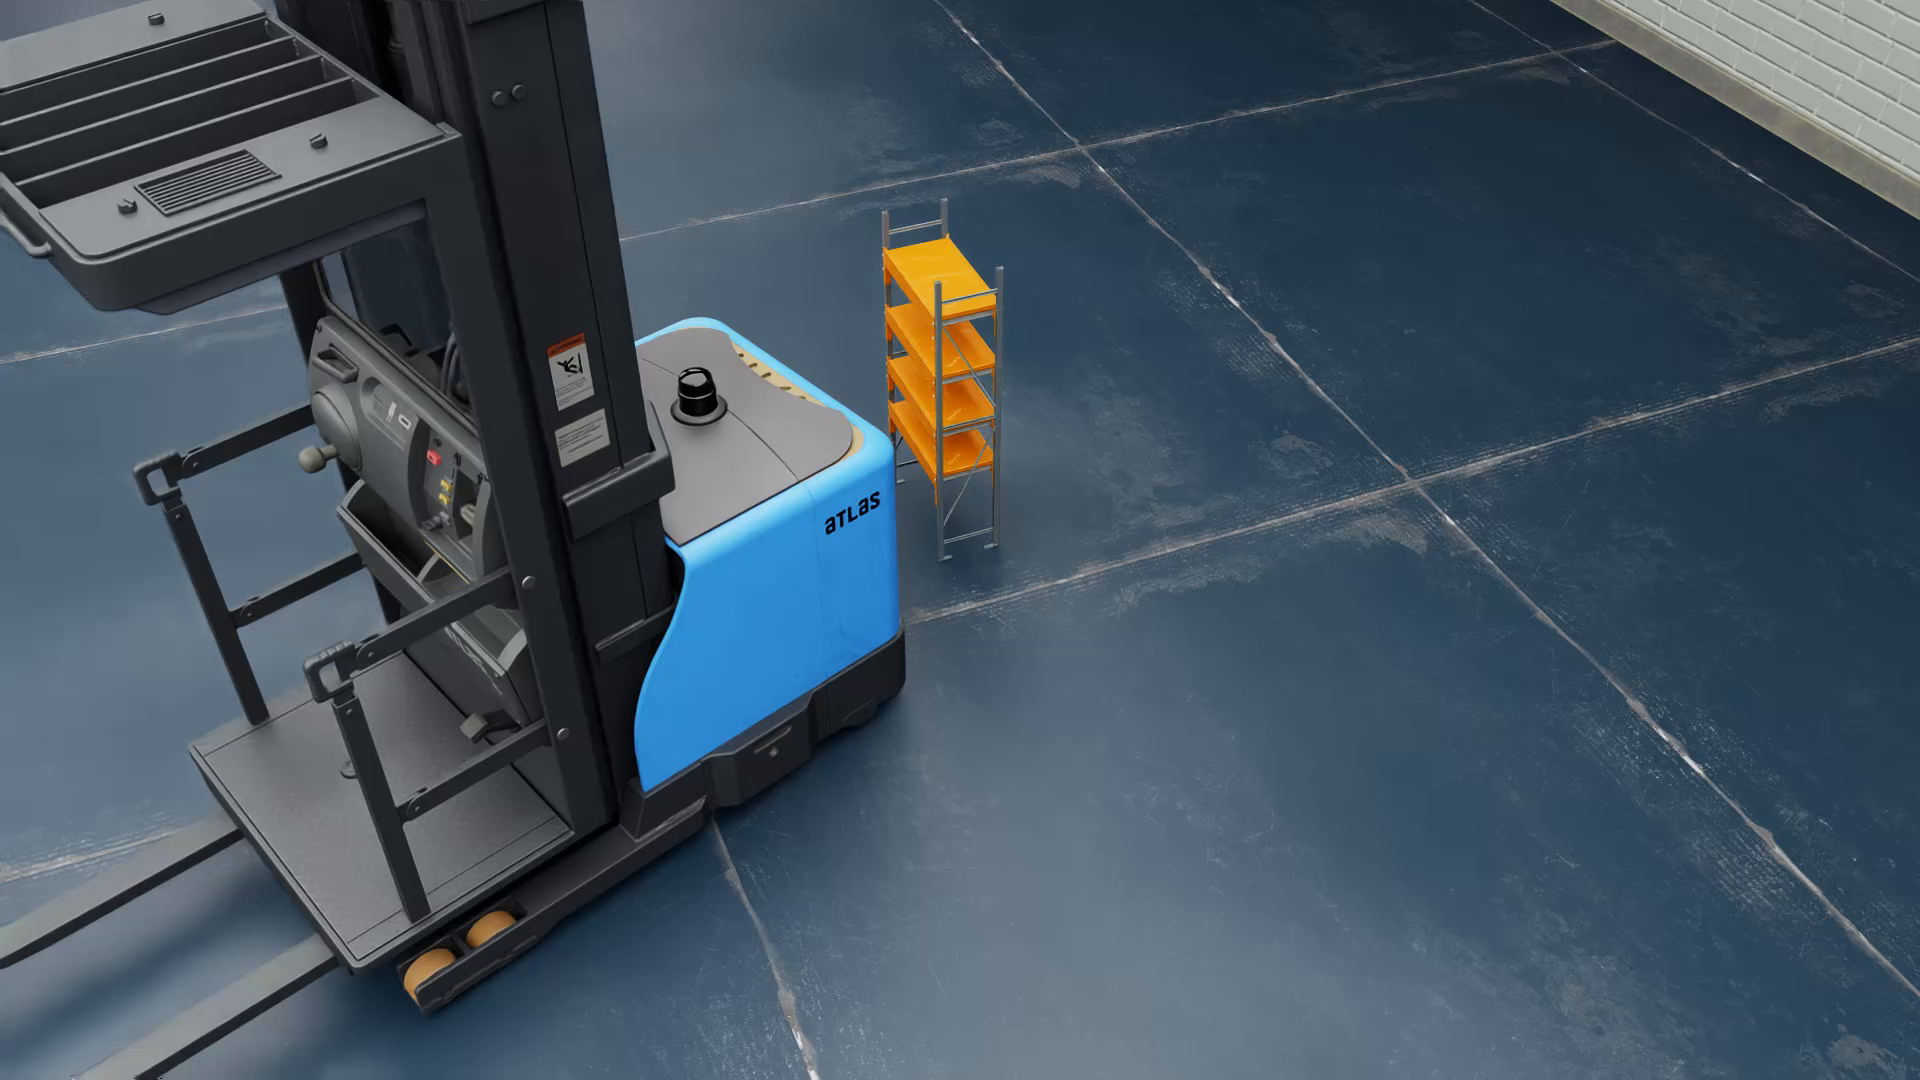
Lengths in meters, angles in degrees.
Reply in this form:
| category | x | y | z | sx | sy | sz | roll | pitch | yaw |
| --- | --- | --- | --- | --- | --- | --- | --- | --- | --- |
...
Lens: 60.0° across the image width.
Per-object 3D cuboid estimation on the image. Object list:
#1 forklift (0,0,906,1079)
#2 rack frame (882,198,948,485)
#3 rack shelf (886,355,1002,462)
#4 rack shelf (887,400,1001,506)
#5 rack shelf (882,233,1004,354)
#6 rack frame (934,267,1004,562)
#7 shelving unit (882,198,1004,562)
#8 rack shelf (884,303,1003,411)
| category | x | y | z | sx | sy | sz | roll | pitch | yaw |
| --- | --- | --- | --- | --- | --- | --- | --- | --- | --- |
| forklift | -1.609 | -0.176 | 4.207 | 3.031 | 2.935 | 1.130 | -31 | 49 | -31 |
| rack frame | -0.157 | -0.702 | 6.146 | 0.240 | 1.200 | 0.015 | -15 | 43 | -17 |
| rack shelf | -0.063 | -0.504 | 6.019 | 0.258 | 0.148 | 0.480 | -15 | 43 | -17 |
| rack shelf | -0.063 | -0.353 | 6.148 | 0.258 | 0.148 | 0.480 | -15 | 43 | -17 |
| rack shelf | -0.063 | -0.853 | 5.719 | 0.258 | 0.148 | 0.480 | -15 | 43 | -17 |
| rack frame | 0.030 | -0.408 | 5.804 | 0.240 | 1.200 | 0.015 | -15 | 43 | -17 |
| shelving unit | -0.063 | -0.555 | 5.975 | 0.258 | 1.200 | 0.503 | -15 | 43 | -17 |
| rack shelf | -0.063 | -0.673 | 5.873 | 0.258 | 0.148 | 0.480 | -15 | 43 | -17 |
